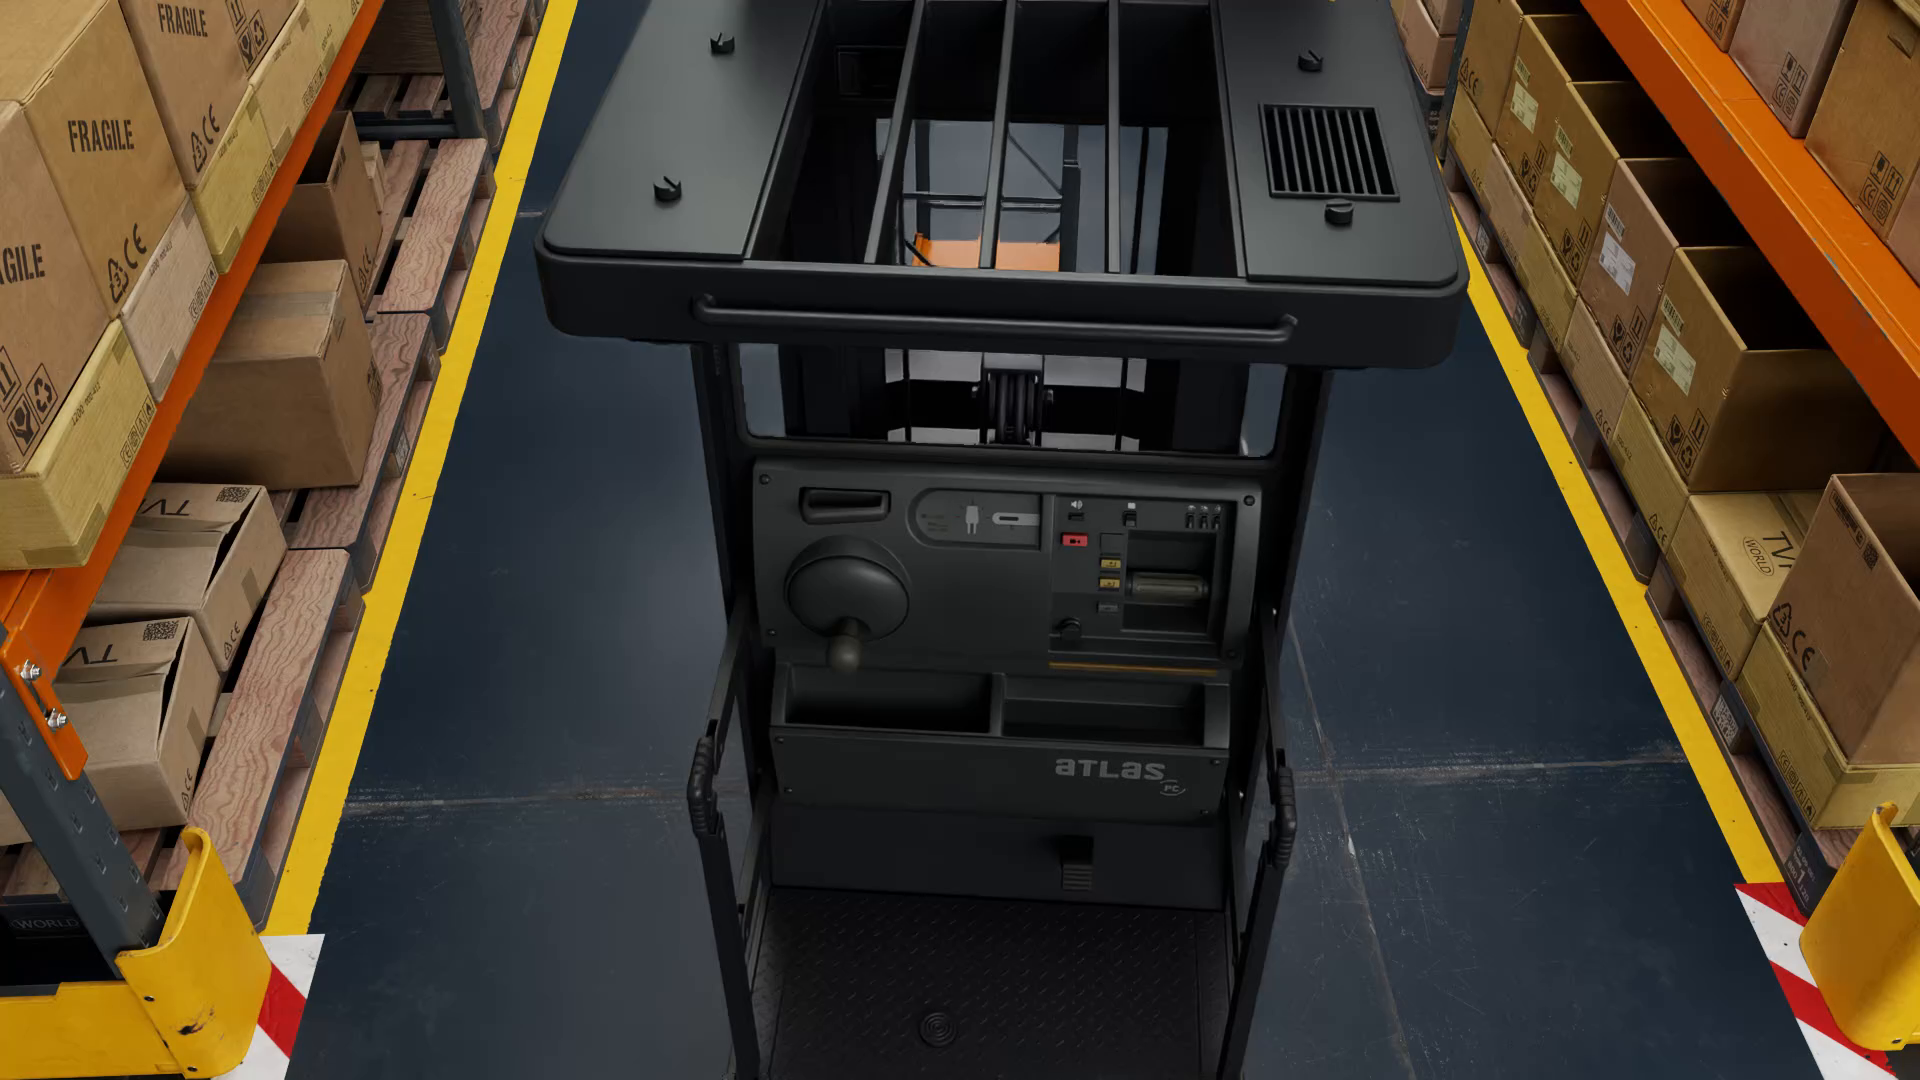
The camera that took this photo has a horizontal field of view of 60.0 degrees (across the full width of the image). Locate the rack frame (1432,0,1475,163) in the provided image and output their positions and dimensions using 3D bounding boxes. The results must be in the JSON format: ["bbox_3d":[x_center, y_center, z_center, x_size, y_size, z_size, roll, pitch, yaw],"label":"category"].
[{"bbox_3d":[2.509,-2.747,6.027,1.000,3.000,0.127,-2,43,-2],"label":"rack frame"}]

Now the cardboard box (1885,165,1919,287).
[{"bbox_3d":[2.645,-0.753,3.778,0.700,0.500,0.500,-1,43,-1],"label":"cardboard box"}]

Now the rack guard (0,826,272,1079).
[{"bbox_3d":[-2.273,0.969,3.823,1.175,0.500,0.348,-2,43,-2],"label":"rack guard"}]

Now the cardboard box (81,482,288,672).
[{"bbox_3d":[-2.234,0.073,4.615,0.500,0.311,0.500,2,43,2],"label":"cardboard box"}]

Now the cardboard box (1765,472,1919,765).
[{"bbox_3d":[2.359,0.183,4.000,0.500,0.500,0.500,-2,43,-2],"label":"cardboard box"}]

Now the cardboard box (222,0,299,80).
[{"bbox_3d":[-2.051,-1.492,4.199,0.500,0.500,0.500,0,43,0],"label":"cardboard box"}]

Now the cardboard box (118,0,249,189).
[{"bbox_3d":[-2.017,-1.144,3.819,0.500,0.500,0.500,-3,43,-3],"label":"cardboard box"}]

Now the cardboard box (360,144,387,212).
[{"bbox_3d":[-2.387,-1.359,6.284,0.380,0.166,0.250,-7,43,-7],"label":"cardboard box"}]

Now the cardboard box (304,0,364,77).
[{"bbox_3d":[-2.067,-1.567,4.836,0.500,0.250,0.500,-2,43,-2],"label":"cardboard box"}]

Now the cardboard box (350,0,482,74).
[{"bbox_3d":[-2.488,-2.339,7.106,0.700,0.500,0.500,0,43,0],"label":"cardboard box"}]

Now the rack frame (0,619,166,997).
[{"bbox_3d":[-2.270,0.098,2.923,1.000,3.000,0.127,-2,43,-2],"label":"rack frame"}]

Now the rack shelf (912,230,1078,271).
[{"bbox_3d":[0.079,-0.584,5.043,0.538,0.185,1.000,3,43,3],"label":"rack shelf"}]

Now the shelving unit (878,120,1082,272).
[{"bbox_3d":[0.079,-0.723,4.928,0.587,1.500,1.083,3,43,3],"label":"shelving unit"}]

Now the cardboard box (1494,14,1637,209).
[{"bbox_3d":[2.245,-1.505,5.841,0.500,0.500,0.500,-2,43,-2],"label":"cardboard box"}]

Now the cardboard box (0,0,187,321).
[{"bbox_3d":[-2.001,-0.795,3.439,0.500,0.500,0.500,-2,43,-2],"label":"cardboard box"}]

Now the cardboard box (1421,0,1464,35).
[{"bbox_3d":[2.205,-2.360,6.914,0.500,0.311,0.500,-2,43,-2],"label":"cardboard box"}]

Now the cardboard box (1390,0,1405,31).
[{"bbox_3d":[2.182,-2.501,7.483,0.500,0.250,0.500,-2,43,-2],"label":"cardboard box"}]

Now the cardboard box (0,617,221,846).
[{"bbox_3d":[-2.210,0.458,4.195,0.500,0.311,0.500,-6,43,-7],"label":"cardboard box"}]

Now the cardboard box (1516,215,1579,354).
[{"bbox_3d":[2.258,-0.891,5.726,0.500,0.250,0.500,-2,43,-2],"label":"cardboard box"}]

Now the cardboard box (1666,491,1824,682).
[{"bbox_3d":[2.328,0.122,4.621,0.500,0.250,0.500,-2,43,-2],"label":"cardboard box"}]

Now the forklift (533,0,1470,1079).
[{"bbox_3d":[0.069,0.146,2.921,1.130,2.935,3.031,3,43,3],"label":"forklift"}]

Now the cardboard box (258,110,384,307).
[{"bbox_3d":[-2.356,-1.143,5.802,0.500,0.500,0.500,-5,43,-5],"label":"cardboard box"}]

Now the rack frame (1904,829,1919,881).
[{"bbox_3d":[2.679,-0.046,3.080,1.000,3.000,0.127,-2,43,-2],"label":"rack frame"}]

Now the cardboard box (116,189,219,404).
[{"bbox_3d":[-2.010,-0.542,3.718,0.500,0.250,0.500,-3,43,-3],"label":"cardboard box"}]

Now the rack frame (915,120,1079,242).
[{"bbox_3d":[0.113,-1.059,5.296,0.500,1.500,0.032,3,43,3],"label":"rack frame"}]

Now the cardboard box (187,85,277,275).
[{"bbox_3d":[-2.026,-0.886,4.093,0.500,0.250,0.500,-2,43,-2],"label":"cardboard box"}]

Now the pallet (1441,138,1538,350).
[{"bbox_3d":[2.501,-1.181,6.382,1.003,0.211,1.213,-2,43,-2],"label":"pallet"}]

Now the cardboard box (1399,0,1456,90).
[{"bbox_3d":[2.202,-2.159,7.110,0.500,0.250,0.500,-2,43,-2],"label":"cardboard box"}]

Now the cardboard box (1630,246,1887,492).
[{"bbox_3d":[2.302,-0.492,4.736,0.500,0.500,0.500,-2,43,-2],"label":"cardboard box"}]

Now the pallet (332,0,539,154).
[{"bbox_3d":[-2.475,-2.100,7.384,1.003,0.211,1.213,-2,43,-2],"label":"pallet"}]

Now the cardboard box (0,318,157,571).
[{"bbox_3d":[-1.974,-0.192,3.336,0.500,0.250,0.500,-3,43,-3],"label":"cardboard box"}]

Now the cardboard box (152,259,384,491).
[{"bbox_3d":[-2.215,-0.493,5.093,0.700,0.500,0.500,-4,43,-4],"label":"cardboard box"}]

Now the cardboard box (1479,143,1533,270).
[{"bbox_3d":[2.242,-1.228,6.094,0.500,0.250,0.500,-2,43,-2],"label":"cardboard box"}]

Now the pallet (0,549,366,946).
[{"bbox_3d":[-2.273,0.526,4.520,1.003,0.211,1.213,-2,43,-2],"label":"pallet"}]

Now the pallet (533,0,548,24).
[{"bbox_3d":[-2.529,-2.925,8.285,1.003,0.211,1.213,-2,43,-2],"label":"pallet"}]

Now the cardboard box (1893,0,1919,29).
[{"bbox_3d":[2.429,-1.271,3.863,0.380,0.149,0.250,0,43,0],"label":"cardboard box"}]

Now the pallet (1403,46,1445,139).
[{"bbox_3d":[2.439,-2.215,7.510,1.003,0.211,1.213,-2,43,-2],"label":"pallet"}]

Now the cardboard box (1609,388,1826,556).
[{"bbox_3d":[2.305,-0.216,4.989,0.500,0.250,0.500,-2,43,-2],"label":"cardboard box"}]

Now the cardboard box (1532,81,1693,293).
[{"bbox_3d":[2.258,-1.167,5.472,0.500,0.500,0.500,-2,43,-2],"label":"cardboard box"}]

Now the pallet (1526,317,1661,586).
[{"bbox_3d":[2.556,-0.355,5.481,1.003,0.211,1.213,-2,43,-2],"label":"pallet"}]

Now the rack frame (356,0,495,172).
[{"bbox_3d":[-2.440,-2.602,5.869,1.000,3.000,0.127,-2,43,-2],"label":"rack frame"}]

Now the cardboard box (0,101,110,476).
[{"bbox_3d":[-1.990,-0.461,3.074,0.500,0.500,0.500,-2,43,-2],"label":"cardboard box"}]

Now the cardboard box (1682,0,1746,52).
[{"bbox_3d":[2.580,-1.789,4.908,0.700,0.500,0.500,-1,43,-1],"label":"cardboard box"}]

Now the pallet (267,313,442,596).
[{"bbox_3d":[-2.321,-0.296,5.417,1.003,0.211,1.213,-2,43,-2],"label":"pallet"}]

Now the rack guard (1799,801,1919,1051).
[{"bbox_3d":[2.680,0.891,3.907,1.175,0.500,0.348,-2,43,-2],"label":"rack guard"}]

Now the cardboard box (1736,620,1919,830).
[{"bbox_3d":[2.361,0.459,4.253,0.500,0.250,0.500,-2,43,-2],"label":"cardboard box"}]

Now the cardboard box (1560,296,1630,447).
[{"bbox_3d":[2.285,-0.553,5.358,0.500,0.250,0.500,-2,43,-2],"label":"cardboard box"}]

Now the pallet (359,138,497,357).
[{"bbox_3d":[-2.376,-1.122,6.317,1.003,0.211,1.213,-2,43,-2],"label":"pallet"}]

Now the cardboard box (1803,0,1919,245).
[{"bbox_3d":[2.629,-1.088,4.143,0.700,0.500,0.500,-1,43,-2],"label":"cardboard box"}]

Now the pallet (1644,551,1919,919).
[{"bbox_3d":[2.605,0.467,4.585,1.003,0.211,1.213,-2,43,-2],"label":"pallet"}]

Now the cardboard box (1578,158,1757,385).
[{"bbox_3d":[2.282,-0.830,5.104,0.500,0.500,0.500,-2,43,-2],"label":"cardboard box"}]

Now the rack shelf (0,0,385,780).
[{"bbox_3d":[-2.355,-0.987,4.639,1.077,0.370,4.000,-2,43,-2],"label":"rack shelf"}]

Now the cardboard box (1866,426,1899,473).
[{"bbox_3d":[2.821,-0.507,4.752,0.500,0.500,0.500,-2,43,-2],"label":"cardboard box"}]

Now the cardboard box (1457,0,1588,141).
[{"bbox_3d":[2.216,-1.842,6.209,0.500,0.500,0.500,-2,43,-2],"label":"cardboard box"}]

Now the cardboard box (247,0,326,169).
[{"bbox_3d":[-2.045,-1.228,4.466,0.500,0.250,0.500,-1,43,-1],"label":"cardboard box"}]

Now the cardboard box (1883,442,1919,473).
[{"bbox_3d":[2.855,-0.170,4.384,0.500,0.500,0.500,-2,43,-2],"label":"cardboard box"}]

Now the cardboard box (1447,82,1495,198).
[{"bbox_3d":[2.226,-1.566,6.463,0.500,0.250,0.500,-2,43,-2],"label":"cardboard box"}]

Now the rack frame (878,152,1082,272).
[{"bbox_3d":[0.045,-0.374,4.548,0.500,1.500,0.032,3,43,3],"label":"rack frame"}]

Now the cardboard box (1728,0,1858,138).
[{"bbox_3d":[2.603,-1.444,4.531,0.700,0.500,0.500,0,43,-1],"label":"cardboard box"}]
